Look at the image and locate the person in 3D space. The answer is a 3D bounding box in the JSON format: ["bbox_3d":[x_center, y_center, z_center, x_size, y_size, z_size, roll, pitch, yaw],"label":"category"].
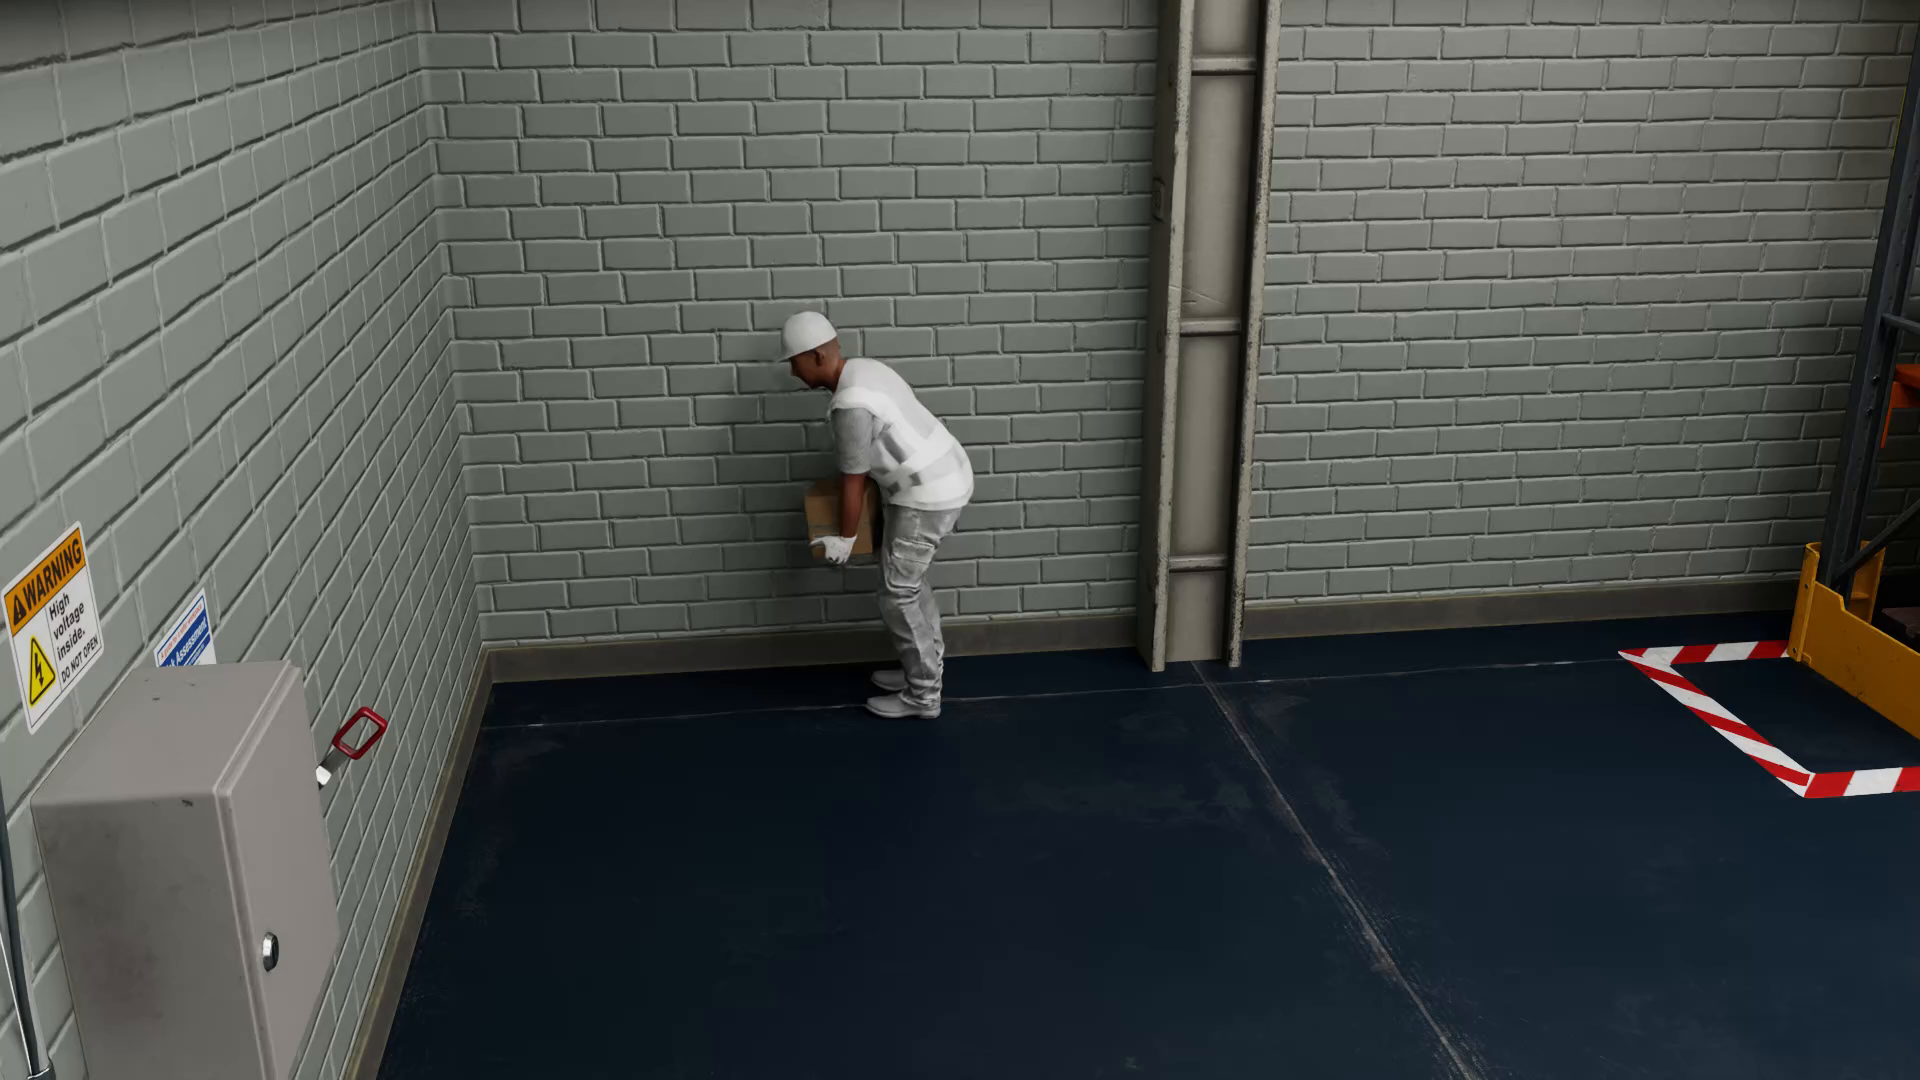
[{"bbox_3d":[-0.334,-0.104,6.586,0.771,1.609,0.469,3,20,9],"label":"person"}]
